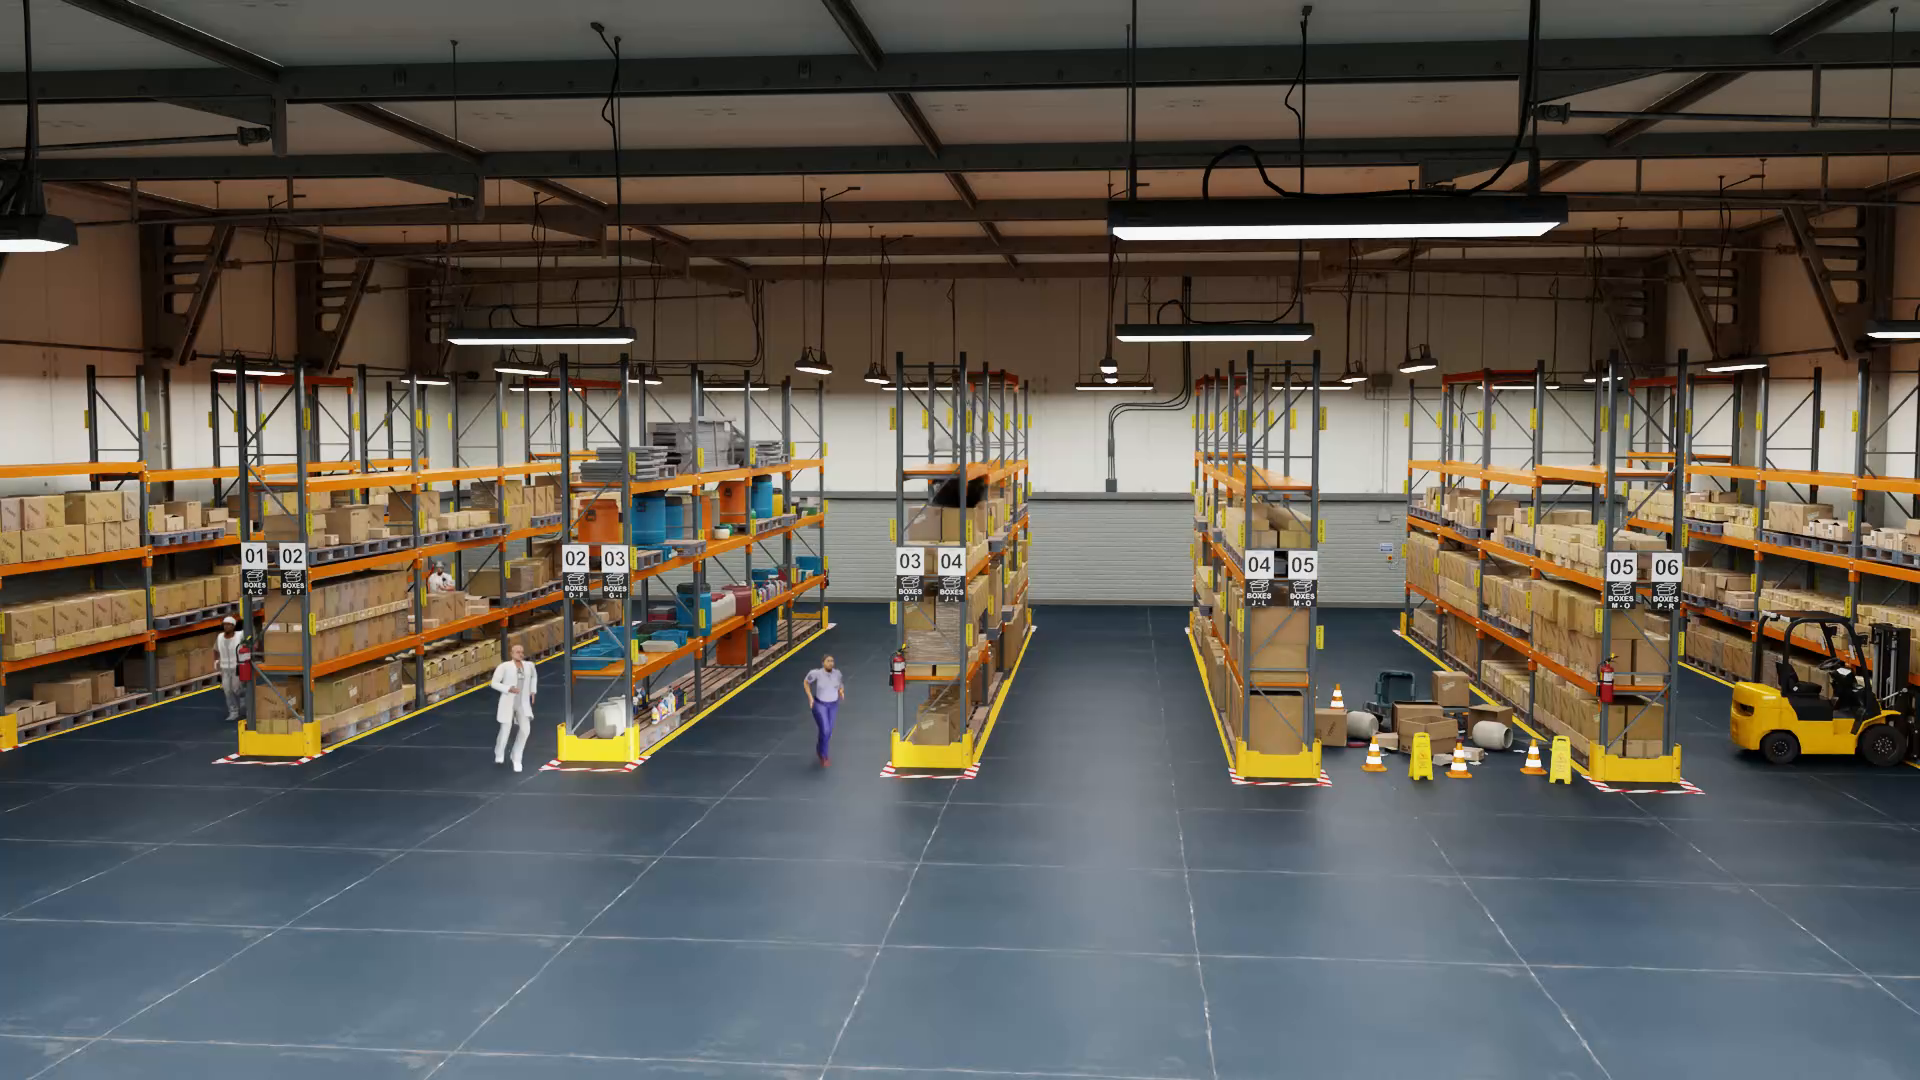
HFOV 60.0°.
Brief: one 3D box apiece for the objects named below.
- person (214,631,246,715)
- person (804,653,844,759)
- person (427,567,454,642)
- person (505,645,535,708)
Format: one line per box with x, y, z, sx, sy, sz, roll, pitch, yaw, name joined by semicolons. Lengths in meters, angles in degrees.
-12.182;2.247;27.962;0.577;1.423;0.623;0;4;0;person
-1.906;2.410;24.194;0.537;1.505;0.629;-3;5;-32;person
-11.932;1.429;38.183;0.640;1.791;0.797;-1;4;-7;person
-6.379;1.967;23.954;0.696;0.906;0.620;-2;5;-31;person
